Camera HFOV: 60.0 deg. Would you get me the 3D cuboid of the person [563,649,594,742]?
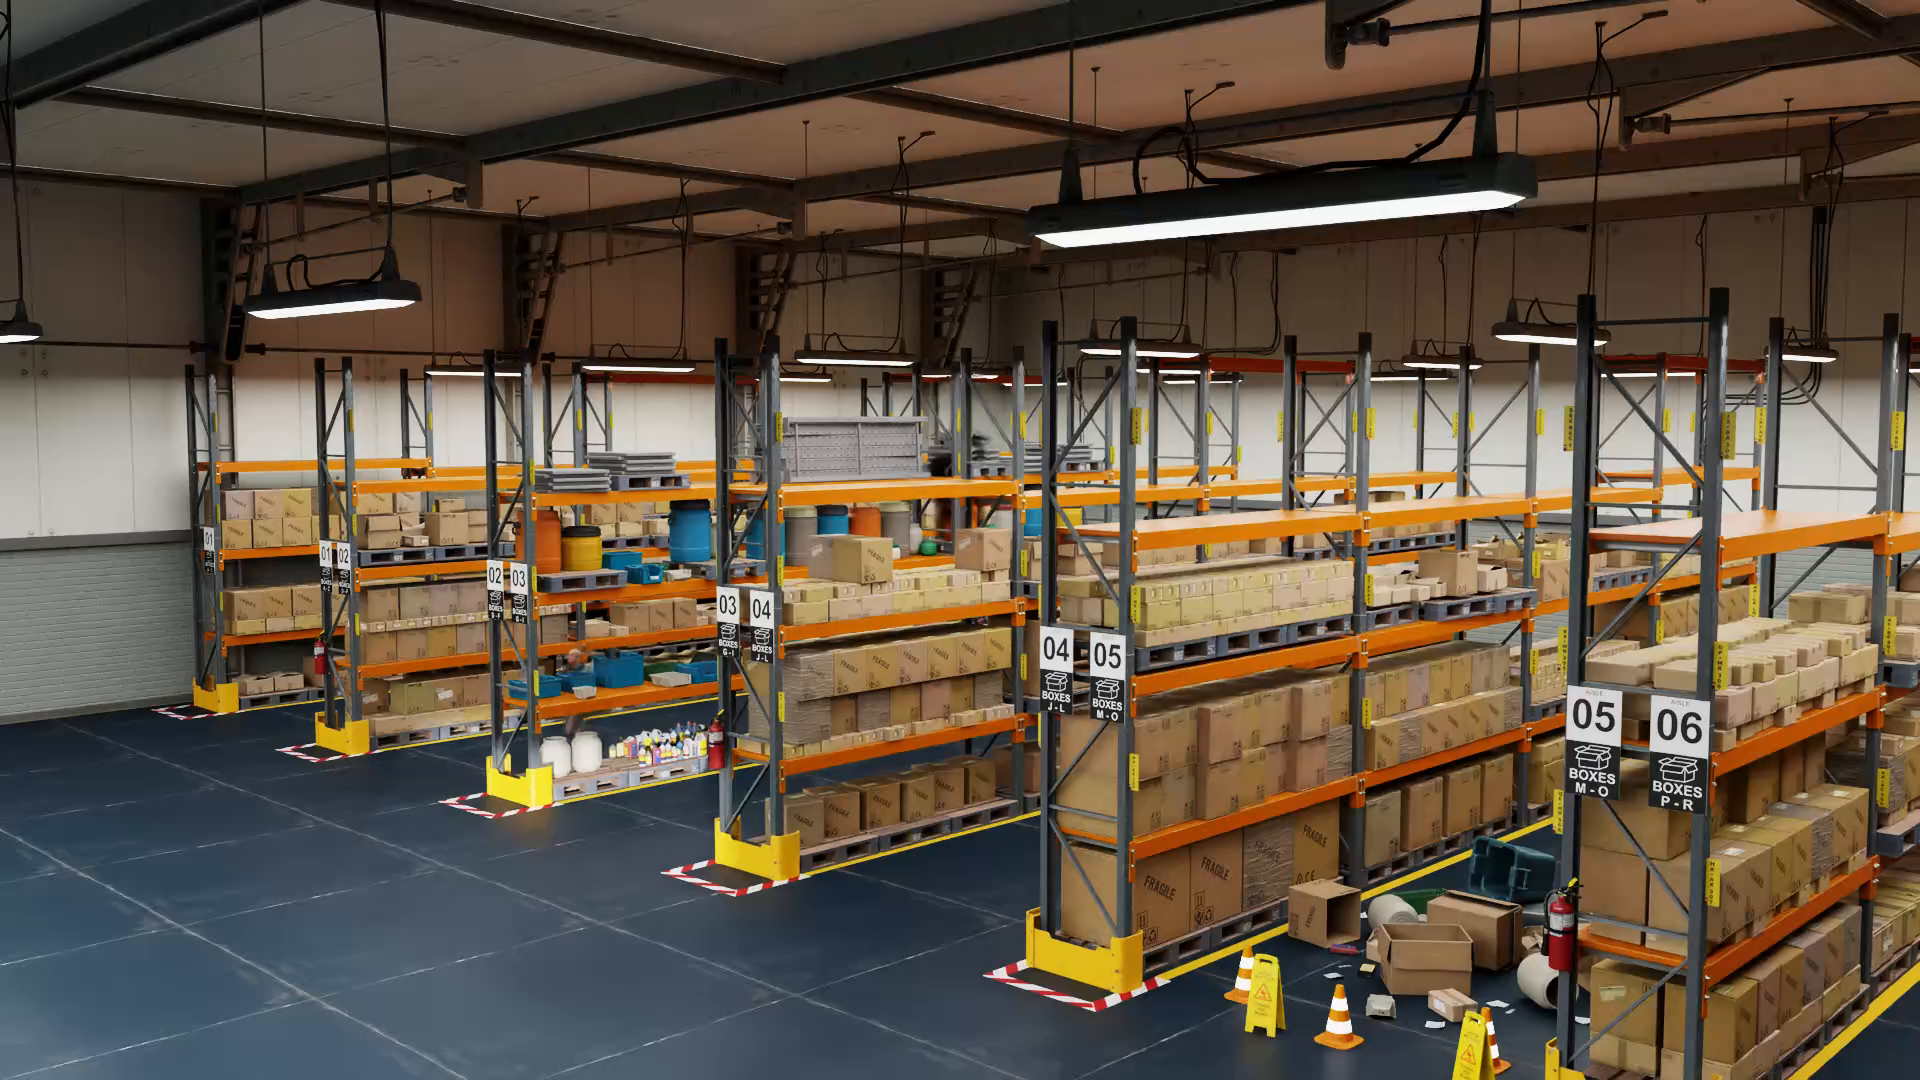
[{"bbox_3d":[-5.687,2.444,24.527,0.662,1.684,0.571,4,6,41],"label":"person"}]
